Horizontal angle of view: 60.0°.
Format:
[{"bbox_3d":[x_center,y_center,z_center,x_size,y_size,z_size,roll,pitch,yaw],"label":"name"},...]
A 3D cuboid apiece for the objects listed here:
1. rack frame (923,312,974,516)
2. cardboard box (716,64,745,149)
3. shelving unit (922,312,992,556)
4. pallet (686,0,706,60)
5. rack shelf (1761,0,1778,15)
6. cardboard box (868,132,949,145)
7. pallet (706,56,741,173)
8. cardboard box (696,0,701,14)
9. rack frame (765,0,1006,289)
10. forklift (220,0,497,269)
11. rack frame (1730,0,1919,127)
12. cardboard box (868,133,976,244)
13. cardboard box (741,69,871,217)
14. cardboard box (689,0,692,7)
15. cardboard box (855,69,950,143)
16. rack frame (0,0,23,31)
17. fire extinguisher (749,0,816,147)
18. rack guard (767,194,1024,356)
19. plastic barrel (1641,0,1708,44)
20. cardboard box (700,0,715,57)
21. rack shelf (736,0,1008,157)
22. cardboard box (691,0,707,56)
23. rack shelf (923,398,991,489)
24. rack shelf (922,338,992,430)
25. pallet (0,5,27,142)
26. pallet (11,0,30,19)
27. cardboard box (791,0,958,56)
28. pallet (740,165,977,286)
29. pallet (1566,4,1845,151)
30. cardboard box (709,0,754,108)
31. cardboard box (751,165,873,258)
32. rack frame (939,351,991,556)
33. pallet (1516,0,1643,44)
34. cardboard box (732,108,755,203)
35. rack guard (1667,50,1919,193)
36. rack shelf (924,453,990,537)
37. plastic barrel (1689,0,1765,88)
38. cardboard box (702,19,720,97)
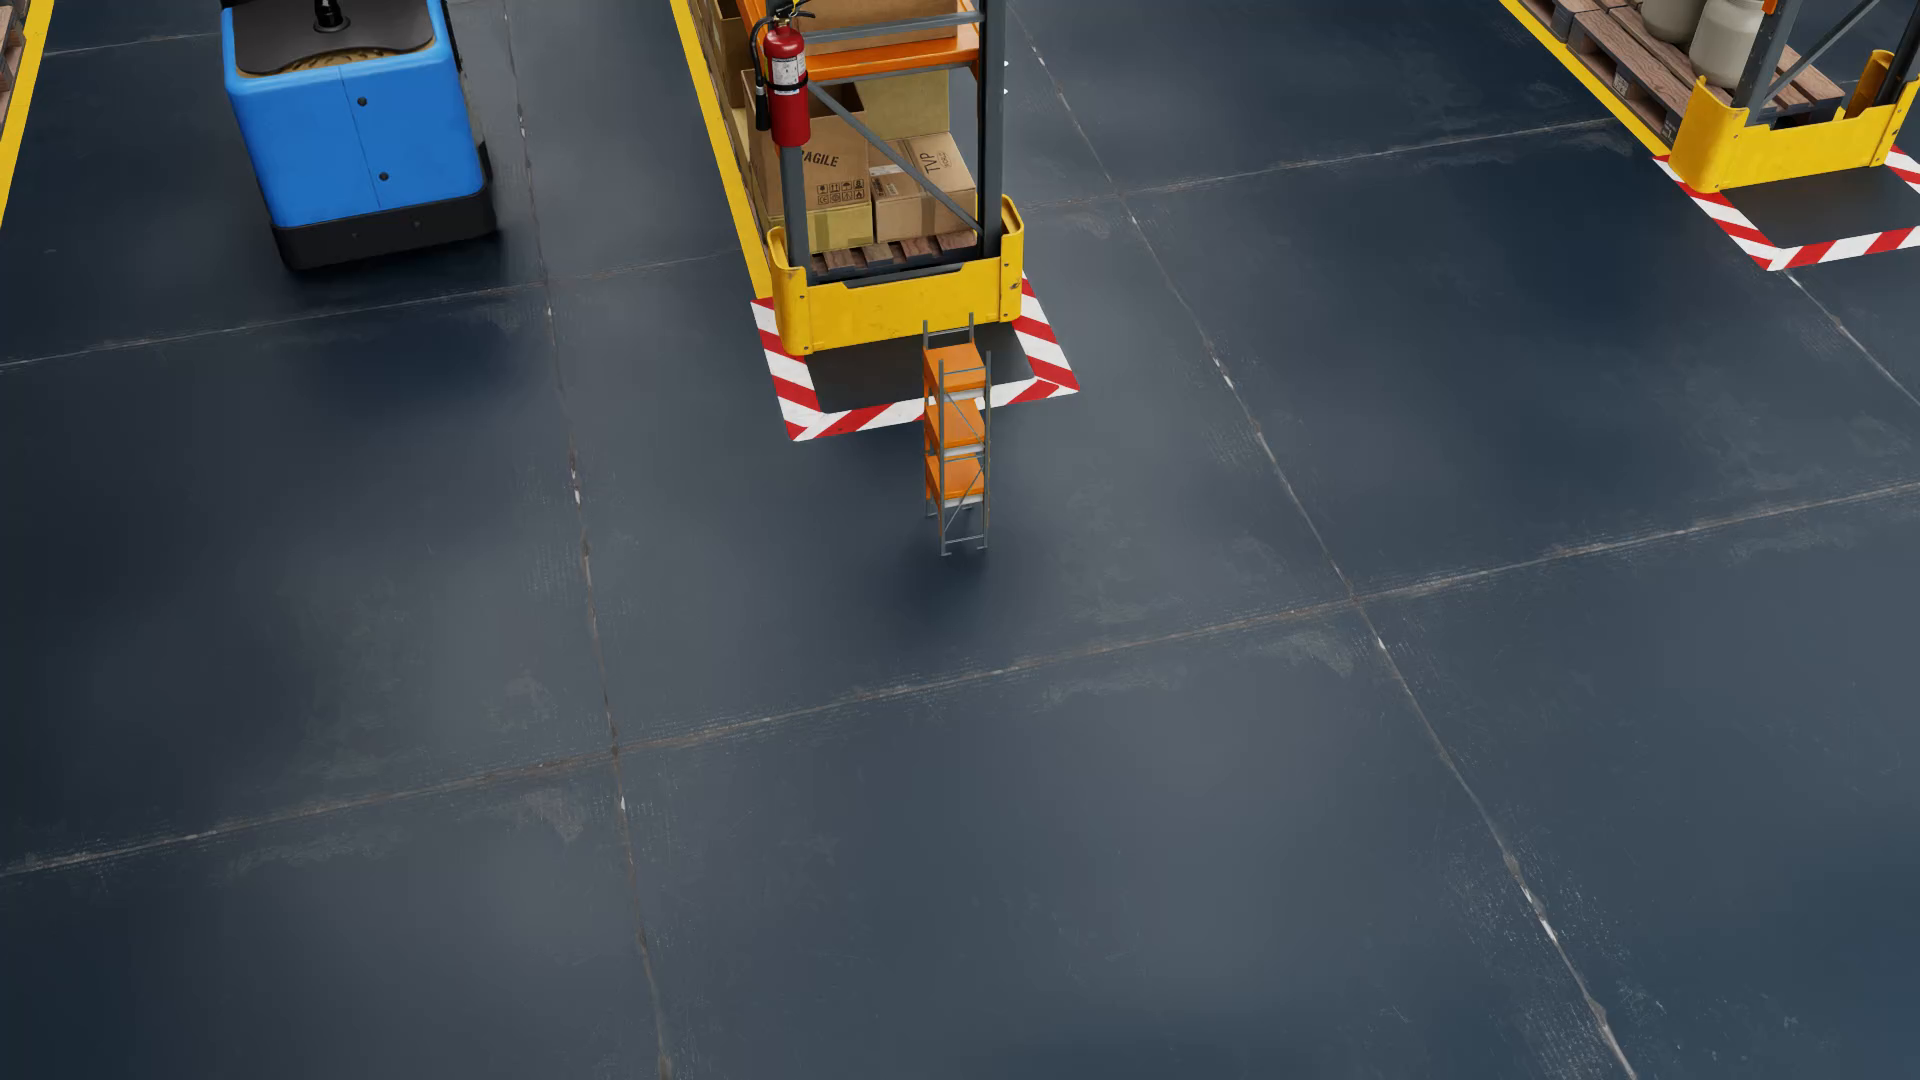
[{"bbox_3d":[-0.045,-0.489,6.745,0.200,1.050,0.008,-11,47,-10],"label":"rack frame"},{"bbox_3d":[-0.996,-2.340,8.825,0.500,0.250,0.500,-11,47,-10],"label":"cardboard box"},{"bbox_3d":[-0.014,-0.404,6.662,0.215,1.050,0.252,-11,47,-10],"label":"shelving unit"},{"bbox_3d":[-1.165,-3.380,10.166,1.003,0.211,1.213,-11,47,-10],"label":"pallet"},{"bbox_3d":[3.974,-4.183,9.504,1.077,0.370,4.000,-11,47,-10],"label":"rack shelf"},{"bbox_3d":[-0.357,-2.091,8.581,0.500,0.250,0.500,-11,47,-10],"label":"cardboard box"},{"bbox_3d":[-0.849,-2.536,9.339,1.003,0.211,1.213,-11,47,-10],"label":"pallet"},{"bbox_3d":[-1.255,-3.292,9.233,0.500,0.500,0.500,-11,47,-10],"label":"cardboard box"},{"bbox_3d":[-0.304,-2.151,7.009,1.000,3.000,0.127,-11,47,-10],"label":"rack frame"},{"bbox_3d":[-3.318,-3.434,8.314,1.130,2.935,3.031,-14,47,-13],"label":"forklift"},{"bbox_3d":[4.486,-3.054,7.894,1.000,3.000,0.127,-11,47,-10],"label":"rack frame"},{"bbox_3d":[-0.226,-1.747,8.244,0.500,0.250,0.500,-11,47,-10],"label":"cardboard box"},{"bbox_3d":[-0.729,-1.914,7.883,0.500,0.500,0.500,-11,47,-10],"label":"cardboard box"},{"bbox_3d":[-1.379,-3.376,9.840,0.500,0.250,0.500,-11,47,-10],"label":"cardboard box"},{"bbox_3d":[-0.356,-2.354,8.314,0.500,0.500,0.500,-11,47,-10],"label":"cardboard box"},{"bbox_3d":[-6.115,-4.005,8.825,1.000,3.000,0.127,-11,47,-10],"label":"rack frame"},{"bbox_3d":[-0.722,-1.958,6.873,0.296,0.674,0.183,-11,47,-10],"label":"fire extinguisher"},{"bbox_3d":[-0.297,-1.260,7.885,1.175,0.500,0.348,-11,47,-10],"label":"rack guard"},{"bbox_3d":[4.115,-3.117,9.403,0.421,0.512,0.421,0,46,0],"label":"plastic barrel"},{"bbox_3d":[-1.126,-2.947,8.895,0.500,0.500,0.500,-11,47,-10],"label":"cardboard box"},{"bbox_3d":[-0.816,-3.280,8.619,1.077,0.370,4.000,-11,47,-10],"label":"rack shelf"},{"bbox_3d":[-1.256,-3.030,9.501,0.500,0.250,0.500,-11,47,-10],"label":"cardboard box"},{"bbox_3d":[-0.014,-0.397,6.670,0.215,0.259,0.240,-11,47,-10],"label":"rack shelf"},{"bbox_3d":[-0.014,-0.596,6.467,0.215,0.259,0.240,-11,47,-10],"label":"rack shelf"},{"bbox_3d":[-5.909,-2.571,9.373,1.003,0.211,1.213,-11,47,-10],"label":"pallet"},{"bbox_3d":[-6.316,-3.566,10.348,1.003,0.211,1.213,-11,47,-10],"label":"pallet"},{"bbox_3d":[-0.411,-2.511,7.291,0.700,0.500,0.500,-11,47,-10],"label":"cardboard box"},{"bbox_3d":[-0.540,-1.696,8.515,1.003,0.211,1.213,-11,47,-10],"label":"pallet"},{"bbox_3d":[4.218,-2.684,9.483,1.003,0.211,1.213,-11,47,-10],"label":"pallet"},{"bbox_3d":[-0.999,-2.602,8.557,0.500,0.500,0.500,-11,47,-10],"label":"cardboard box"},{"bbox_3d":[-0.727,-1.652,8.151,0.500,0.250,0.500,-11,47,-10],"label":"cardboard box"},{"bbox_3d":[0.018,-0.320,6.579,0.200,1.050,0.008,-11,47,-10],"label":"rack frame"},{"bbox_3d":[3.909,-3.525,10.307,1.003,0.211,1.213,-11,47,-10],"label":"pallet"},{"bbox_3d":[-0.866,-1.995,8.487,0.500,0.250,0.500,-11,47,-10],"label":"cardboard box"},{"bbox_3d":[4.421,-2.223,8.830,1.175,0.500,0.348,-11,47,-10],"label":"rack guard"},{"bbox_3d":[-0.014,-0.202,6.868,0.215,0.259,0.240,-11,47,-10],"label":"rack shelf"},{"bbox_3d":[4.243,-2.771,9.064,0.421,0.512,0.421,0,46,0],"label":"plastic barrel"},{"bbox_3d":[-1.122,-2.686,9.164,0.500,0.250,0.500,-11,47,-10],"label":"cardboard box"}]
